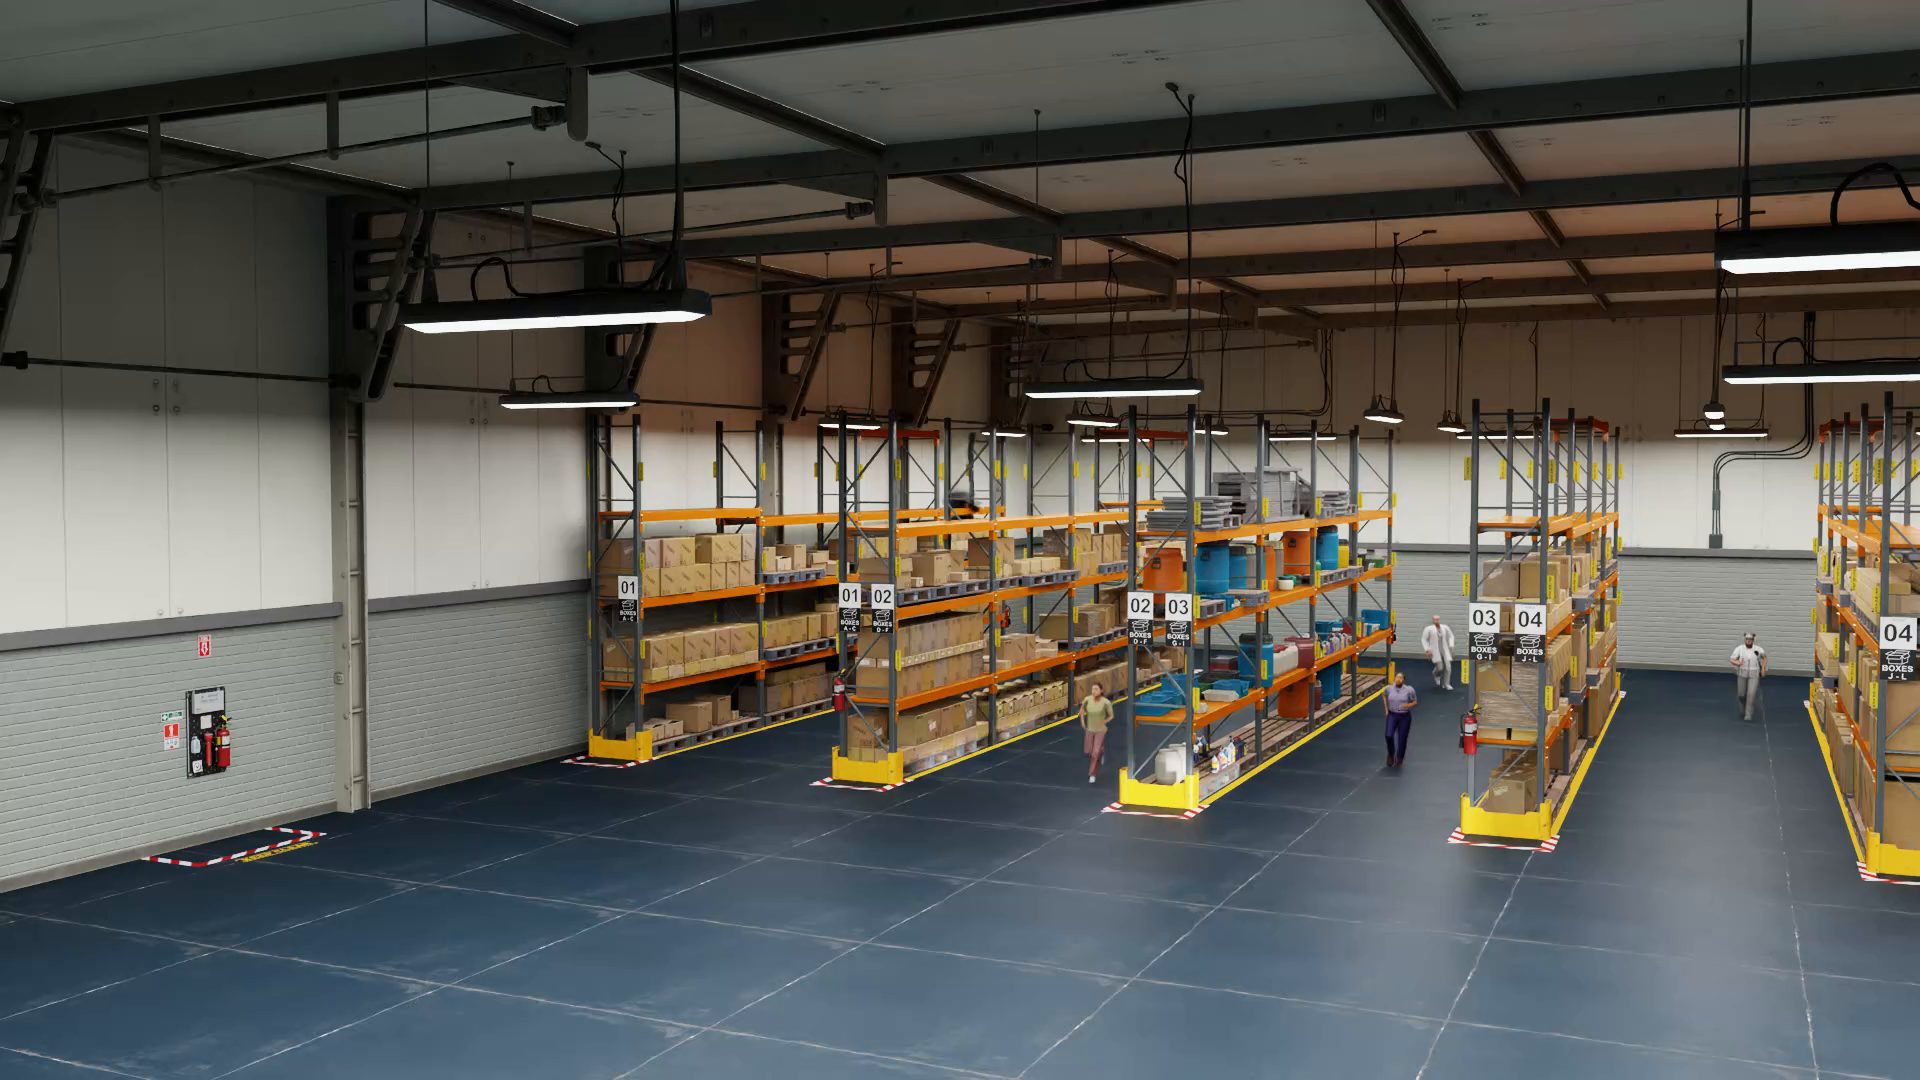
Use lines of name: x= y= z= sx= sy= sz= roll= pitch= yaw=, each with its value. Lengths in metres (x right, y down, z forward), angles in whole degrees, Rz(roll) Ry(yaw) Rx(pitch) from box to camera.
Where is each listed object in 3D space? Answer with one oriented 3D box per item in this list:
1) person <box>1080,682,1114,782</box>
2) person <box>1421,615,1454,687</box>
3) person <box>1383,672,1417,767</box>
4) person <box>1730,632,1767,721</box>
person: x=2.212 y=3.102 z=26.964 sx=0.617 sy=1.621 sz=0.649 roll=1 pitch=3 yaw=25
person: x=11.013 y=2.547 z=38.285 sx=0.759 sy=1.646 sz=0.559 roll=0 pitch=2 yaw=-2
person: x=7.427 y=3.037 z=28.124 sx=0.594 sy=1.615 sz=0.683 roll=1 pitch=2 yaw=20
person: x=15.938 y=2.729 z=33.618 sx=0.673 sy=1.757 sz=0.869 roll=1 pitch=3 yaw=28
